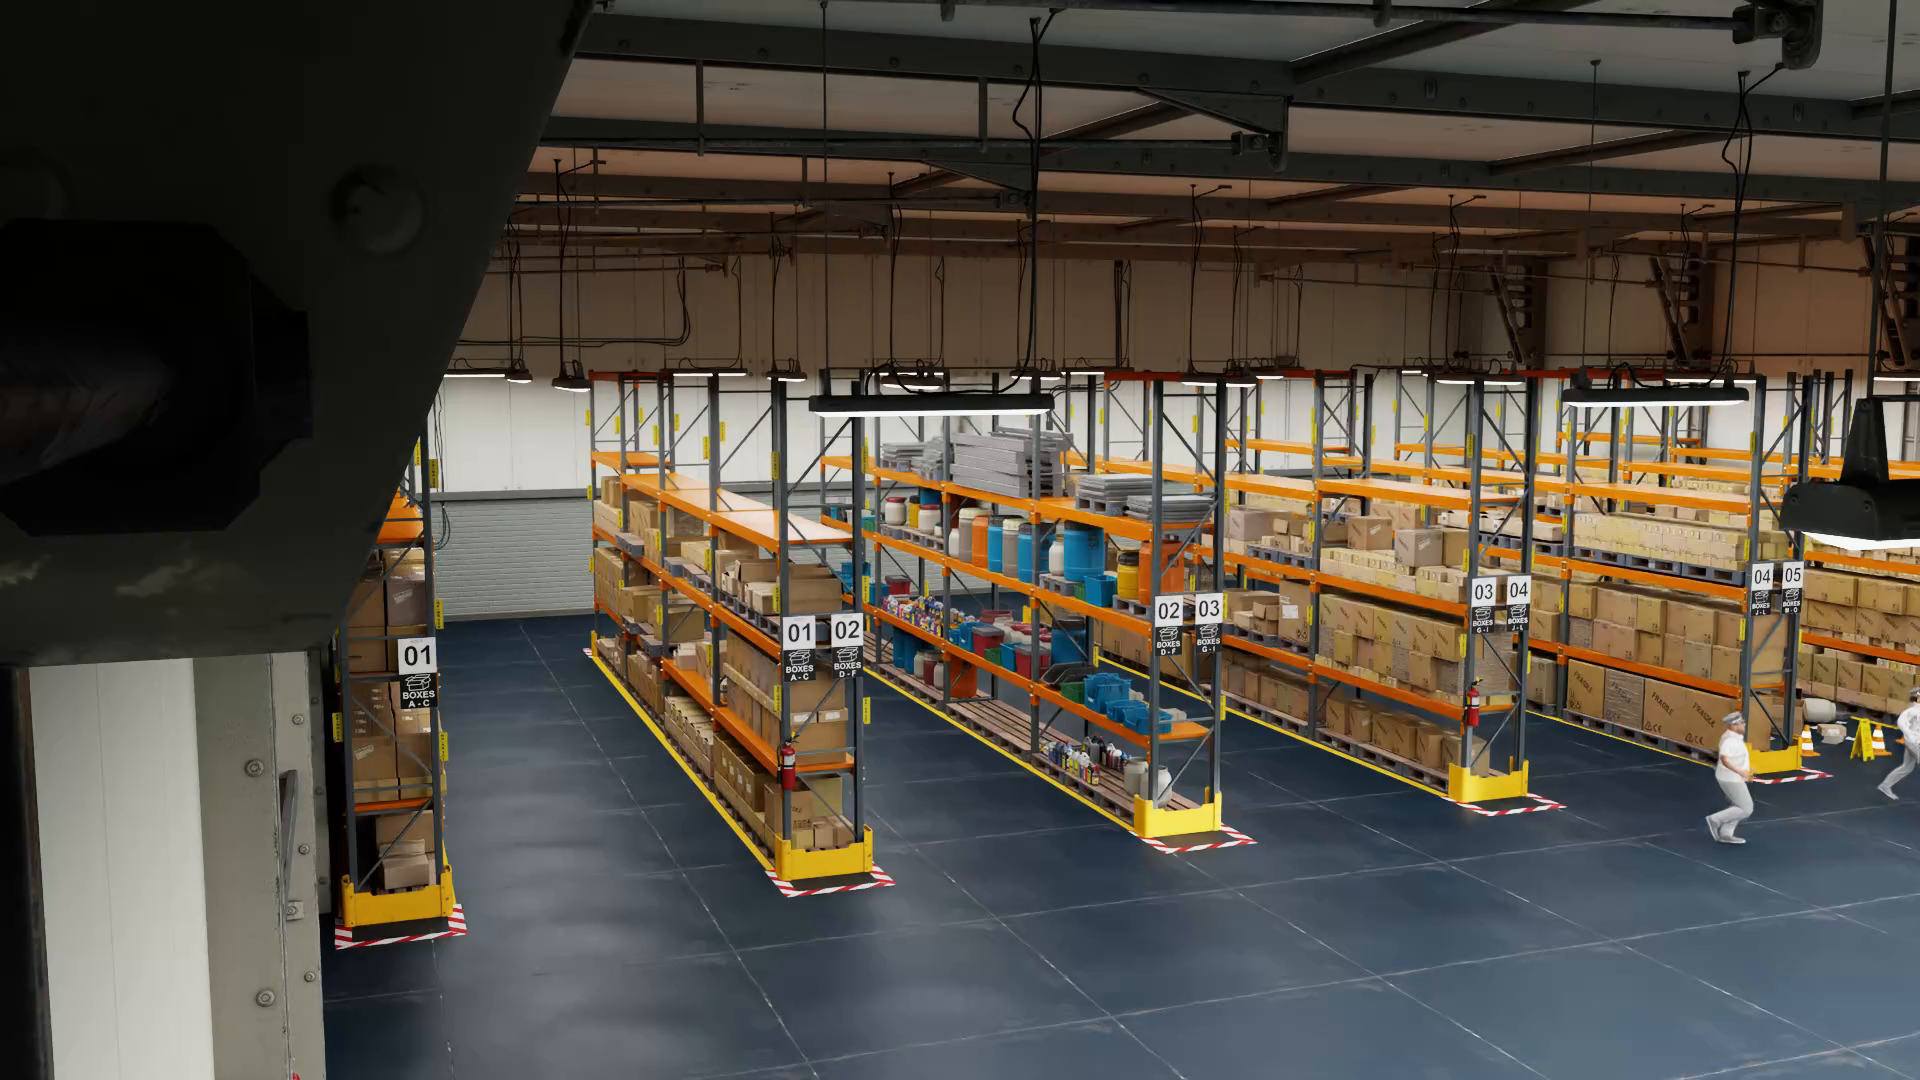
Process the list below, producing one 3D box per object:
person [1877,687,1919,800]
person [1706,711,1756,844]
[{"bbox_3d":[13.385,2.892,23.303,0.825,1.736,0.601,4,7,29],"label":"person"},{"bbox_3d":[9.983,3.067,21.513,0.599,1.737,0.647,2,7,18],"label":"person"}]
